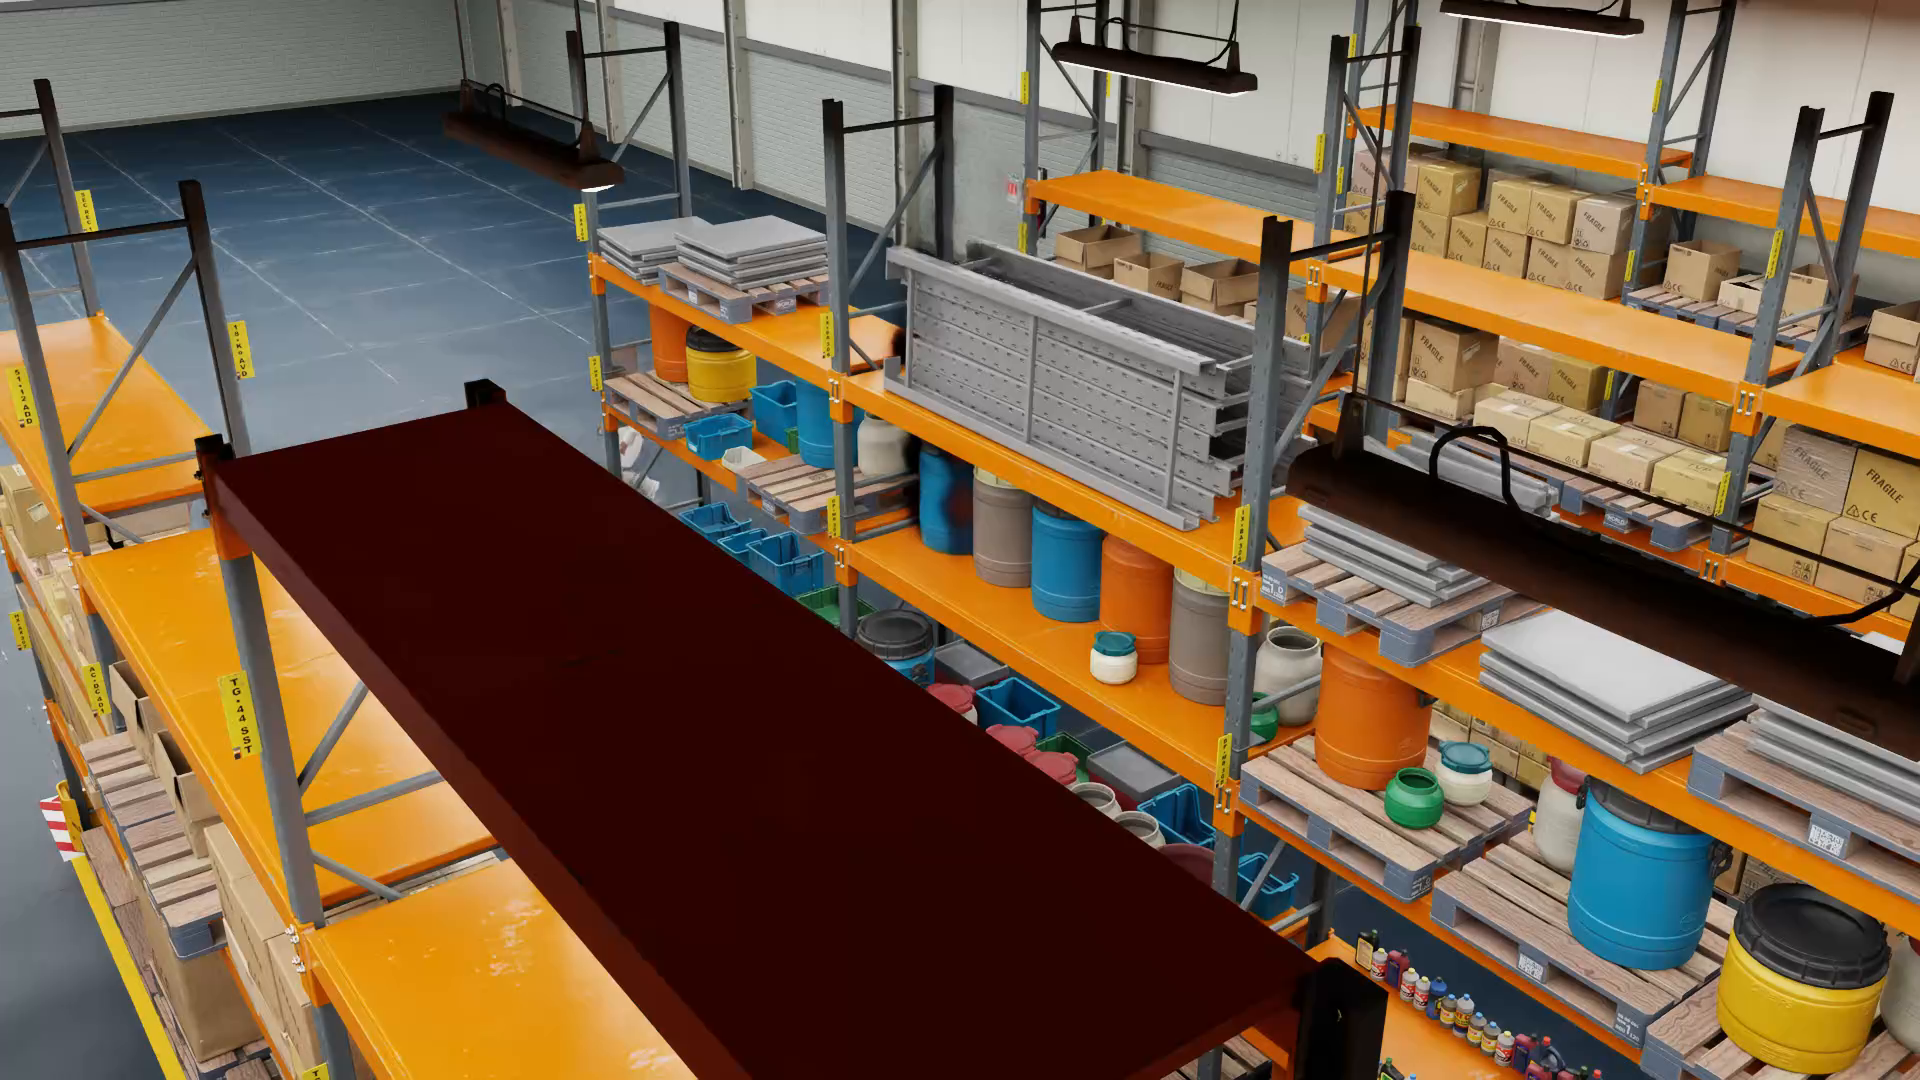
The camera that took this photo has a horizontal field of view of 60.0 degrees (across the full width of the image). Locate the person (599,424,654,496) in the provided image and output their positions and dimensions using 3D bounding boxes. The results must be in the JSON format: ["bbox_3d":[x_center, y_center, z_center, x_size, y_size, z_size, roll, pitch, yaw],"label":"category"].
[{"bbox_3d":[-3.901,-1.172,19.373,0.602,1.669,0.759,-3,25,-7],"label":"person"}]
